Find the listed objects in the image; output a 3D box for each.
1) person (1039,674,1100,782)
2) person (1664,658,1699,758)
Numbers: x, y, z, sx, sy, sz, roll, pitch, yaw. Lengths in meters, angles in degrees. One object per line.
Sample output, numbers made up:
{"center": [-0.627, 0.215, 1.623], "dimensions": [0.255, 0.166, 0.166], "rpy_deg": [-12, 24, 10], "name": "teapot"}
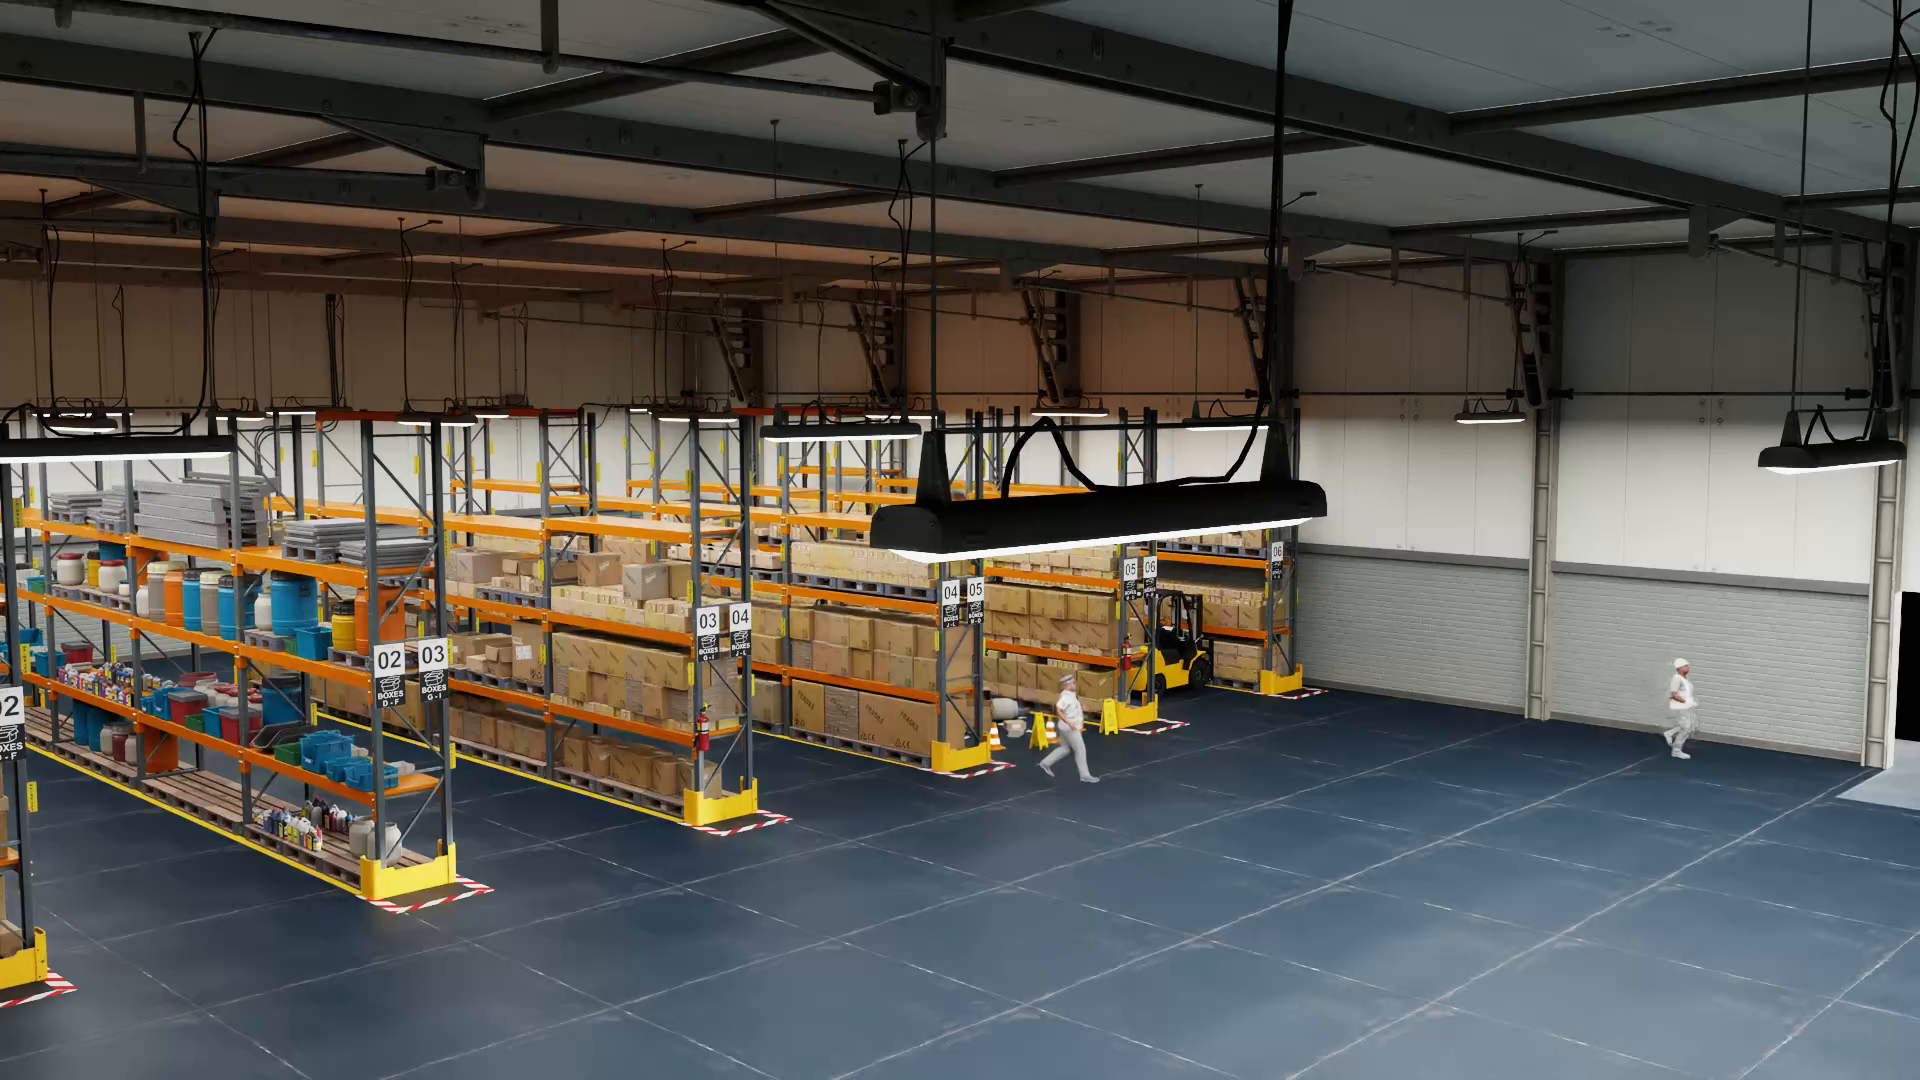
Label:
{"center": [1.785, 3.040, 26.963], "dimensions": [0.966, 1.759, 0.667], "rpy_deg": [0, 5, -2], "name": "person"}
{"center": [12.525, 2.915, 28.867], "dimensions": [0.597, 1.734, 0.685], "rpy_deg": [4, 6, 36], "name": "person"}
